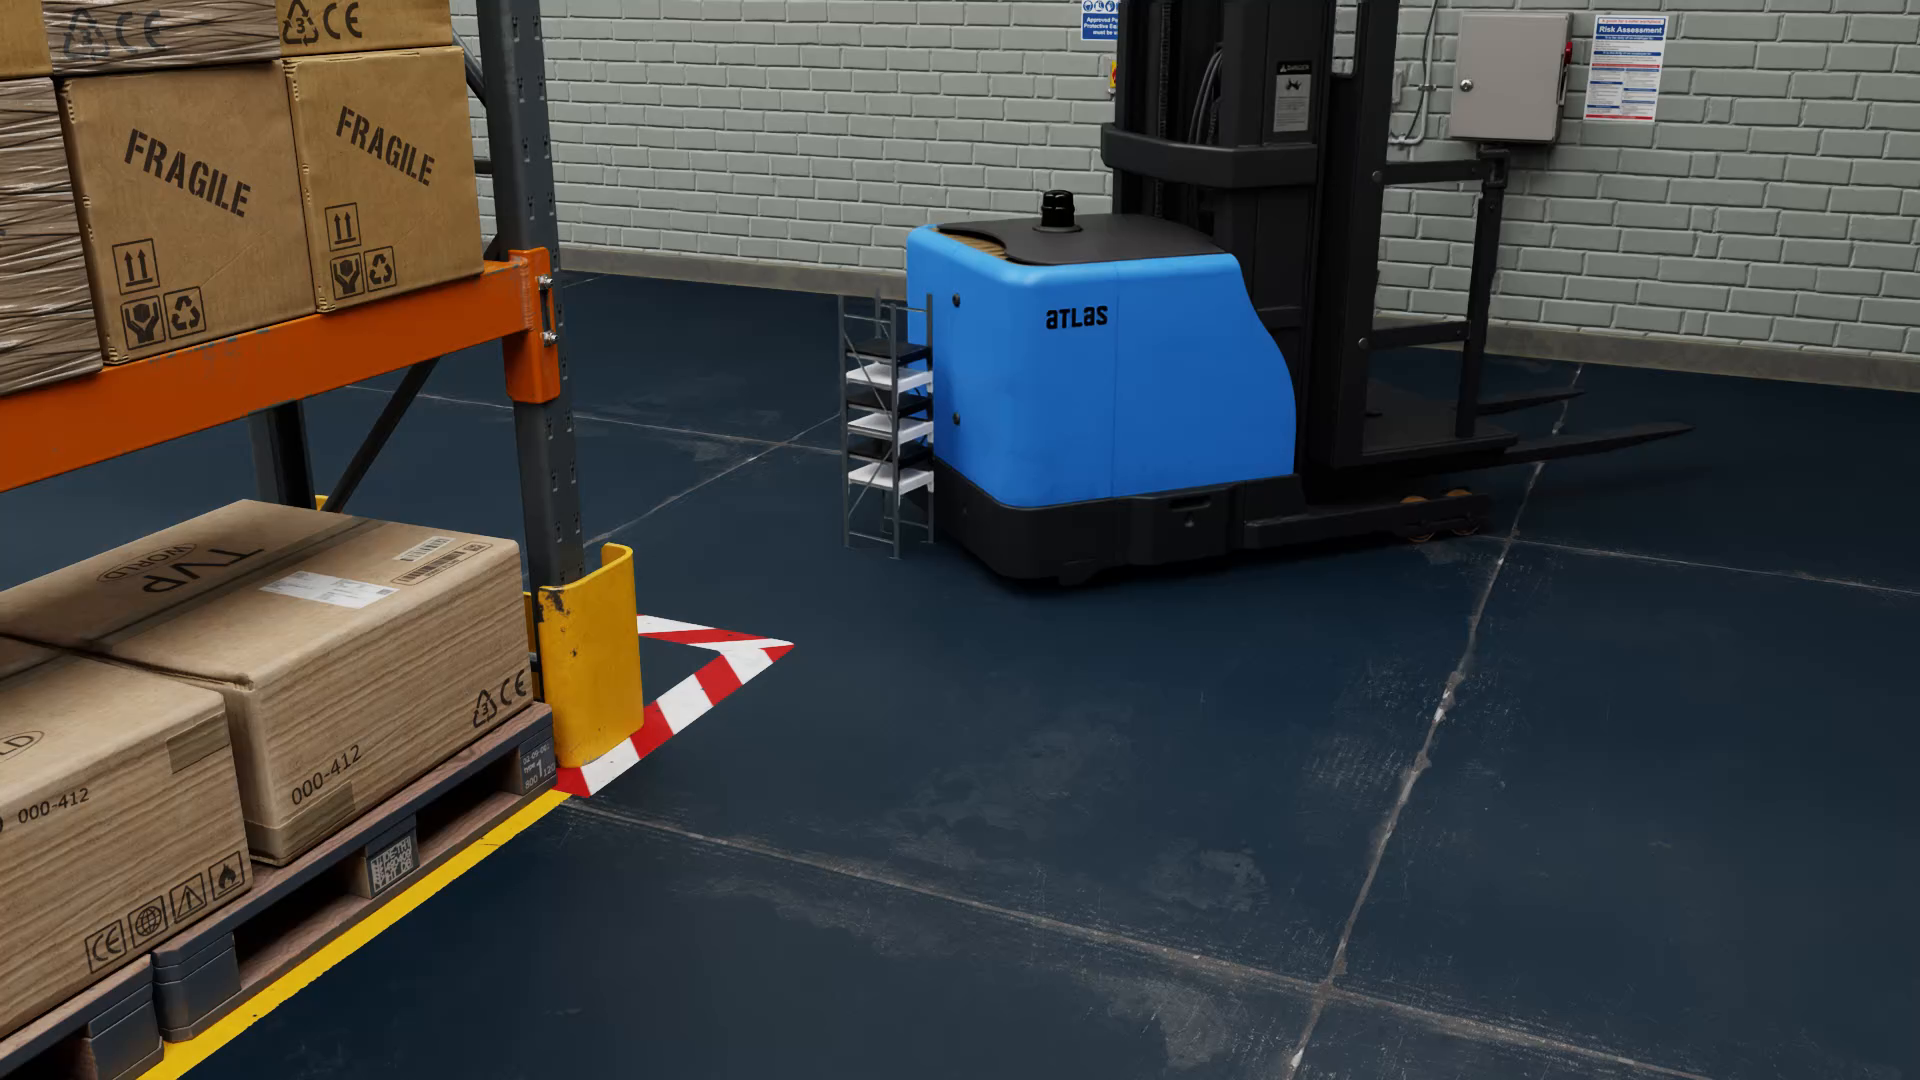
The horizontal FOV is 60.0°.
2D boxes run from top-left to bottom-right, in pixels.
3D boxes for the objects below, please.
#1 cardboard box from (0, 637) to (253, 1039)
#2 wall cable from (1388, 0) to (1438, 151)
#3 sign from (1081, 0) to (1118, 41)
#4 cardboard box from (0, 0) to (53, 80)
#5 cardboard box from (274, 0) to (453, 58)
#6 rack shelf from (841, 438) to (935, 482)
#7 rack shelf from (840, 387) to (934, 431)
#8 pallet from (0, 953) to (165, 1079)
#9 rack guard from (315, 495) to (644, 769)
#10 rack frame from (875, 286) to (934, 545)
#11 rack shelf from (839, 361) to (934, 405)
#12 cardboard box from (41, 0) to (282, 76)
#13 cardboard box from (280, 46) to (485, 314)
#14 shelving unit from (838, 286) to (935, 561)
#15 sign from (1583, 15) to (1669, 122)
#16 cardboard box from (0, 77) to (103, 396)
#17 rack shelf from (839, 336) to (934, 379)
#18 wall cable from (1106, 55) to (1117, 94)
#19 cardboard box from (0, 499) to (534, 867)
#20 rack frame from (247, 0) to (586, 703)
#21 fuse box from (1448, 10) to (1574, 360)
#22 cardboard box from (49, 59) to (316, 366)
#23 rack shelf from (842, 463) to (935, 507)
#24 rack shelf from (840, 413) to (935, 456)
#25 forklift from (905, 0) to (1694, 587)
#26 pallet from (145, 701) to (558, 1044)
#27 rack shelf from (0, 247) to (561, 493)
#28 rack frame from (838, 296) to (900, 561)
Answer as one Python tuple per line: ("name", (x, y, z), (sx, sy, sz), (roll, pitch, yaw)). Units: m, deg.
("cardboard box", (-2.003, 0.566, 3.098), (0.875, 0.438, 0.875), (9, 22, 24))
("wall cable", (2.130, -2.954, 8.283), (0.588, 1.984, 0.122), (9, 21, 23))
("sign", (0.812, -2.819, 9.017), (0.327, 0.218, 0.001), (9, 21, 23))
("cardboard box", (-1.829, -0.963, 2.560), (0.500, 0.500, 0.500), (8, 21, 22))
("cardboard box", (-1.437, -1.278, 3.444), (0.500, 0.500, 0.500), (9, 22, 24))
("rack shelf", (-0.251, -0.286, 5.798), (0.258, 0.077, 0.200), (13, 23, 33))
("rack shelf", (-0.251, -0.456, 5.738), (0.258, 0.077, 0.200), (13, 23, 33))
("pallet", (-2.214, 1.001, 2.840), (1.003, 0.211, 1.213), (9, 21, 23))
("rack guard", (-1.447, 0.231, 4.574), (1.175, 0.500, 0.348), (9, 21, 23))
("rack frame", (-0.193, -0.430, 5.835), (0.240, 0.900, 0.006), (13, 23, 33))
("rack shelf", (-0.251, -0.540, 5.707), (0.258, 0.077, 0.200), (13, 23, 33))
("cardboard box", (-1.624, -1.114, 2.984), (0.500, 0.500, 0.500), (9, 21, 23))
("cardboard box", (-1.413, -0.803, 3.601), (0.500, 0.500, 0.500), (9, 21, 23))
("shelving unit", (-0.251, -0.402, 5.757), (0.258, 0.900, 0.210), (13, 23, 33))
("sign", (3.223, -2.285, 8.058), (0.329, 0.494, 0.001), (9, 21, 23))
("cardboard box", (-1.834, -0.493, 2.730), (0.500, 0.500, 0.500), (9, 22, 24))
("rack shelf", (-0.251, -0.625, 5.677), (0.258, 0.077, 0.200), (13, 23, 33))
("wall cable", (0.831, -3.160, 8.815), (0.585, 1.953, 0.123), (9, 21, 23))
("cardboard box", (-1.636, 0.285, 3.888), (0.875, 0.438, 0.875), (8, 21, 21))
("rack frame", (-1.457, -0.940, 4.135), (1.000, 3.000, 0.127), (9, 21, 23))
("fuse box", (2.688, -1.727, 8.271), (0.539, 1.711, 0.414), (9, 21, 23))
("cardboard box", (-1.632, -0.652, 3.176), (0.500, 0.500, 0.500), (8, 21, 22))
("rack shelf", (-0.251, -0.201, 5.828), (0.258, 0.077, 0.200), (13, 23, 33))
("rack shelf", (-0.251, -0.371, 5.768), (0.258, 0.077, 0.200), (13, 23, 33))
("forklift", (1.365, -1.527, 5.889), (3.031, 2.935, 1.130), (-8, 21, -21))
("pallet", (-1.713, 0.629, 3.885), (1.003, 0.211, 1.213), (9, 21, 23))
("rack shelf", (-2.276, 0.011, 2.536), (1.077, 0.370, 4.000), (9, 21, 23))
("rack frame", (-0.309, -0.374, 5.678), (0.240, 0.900, 0.006), (13, 23, 33))
